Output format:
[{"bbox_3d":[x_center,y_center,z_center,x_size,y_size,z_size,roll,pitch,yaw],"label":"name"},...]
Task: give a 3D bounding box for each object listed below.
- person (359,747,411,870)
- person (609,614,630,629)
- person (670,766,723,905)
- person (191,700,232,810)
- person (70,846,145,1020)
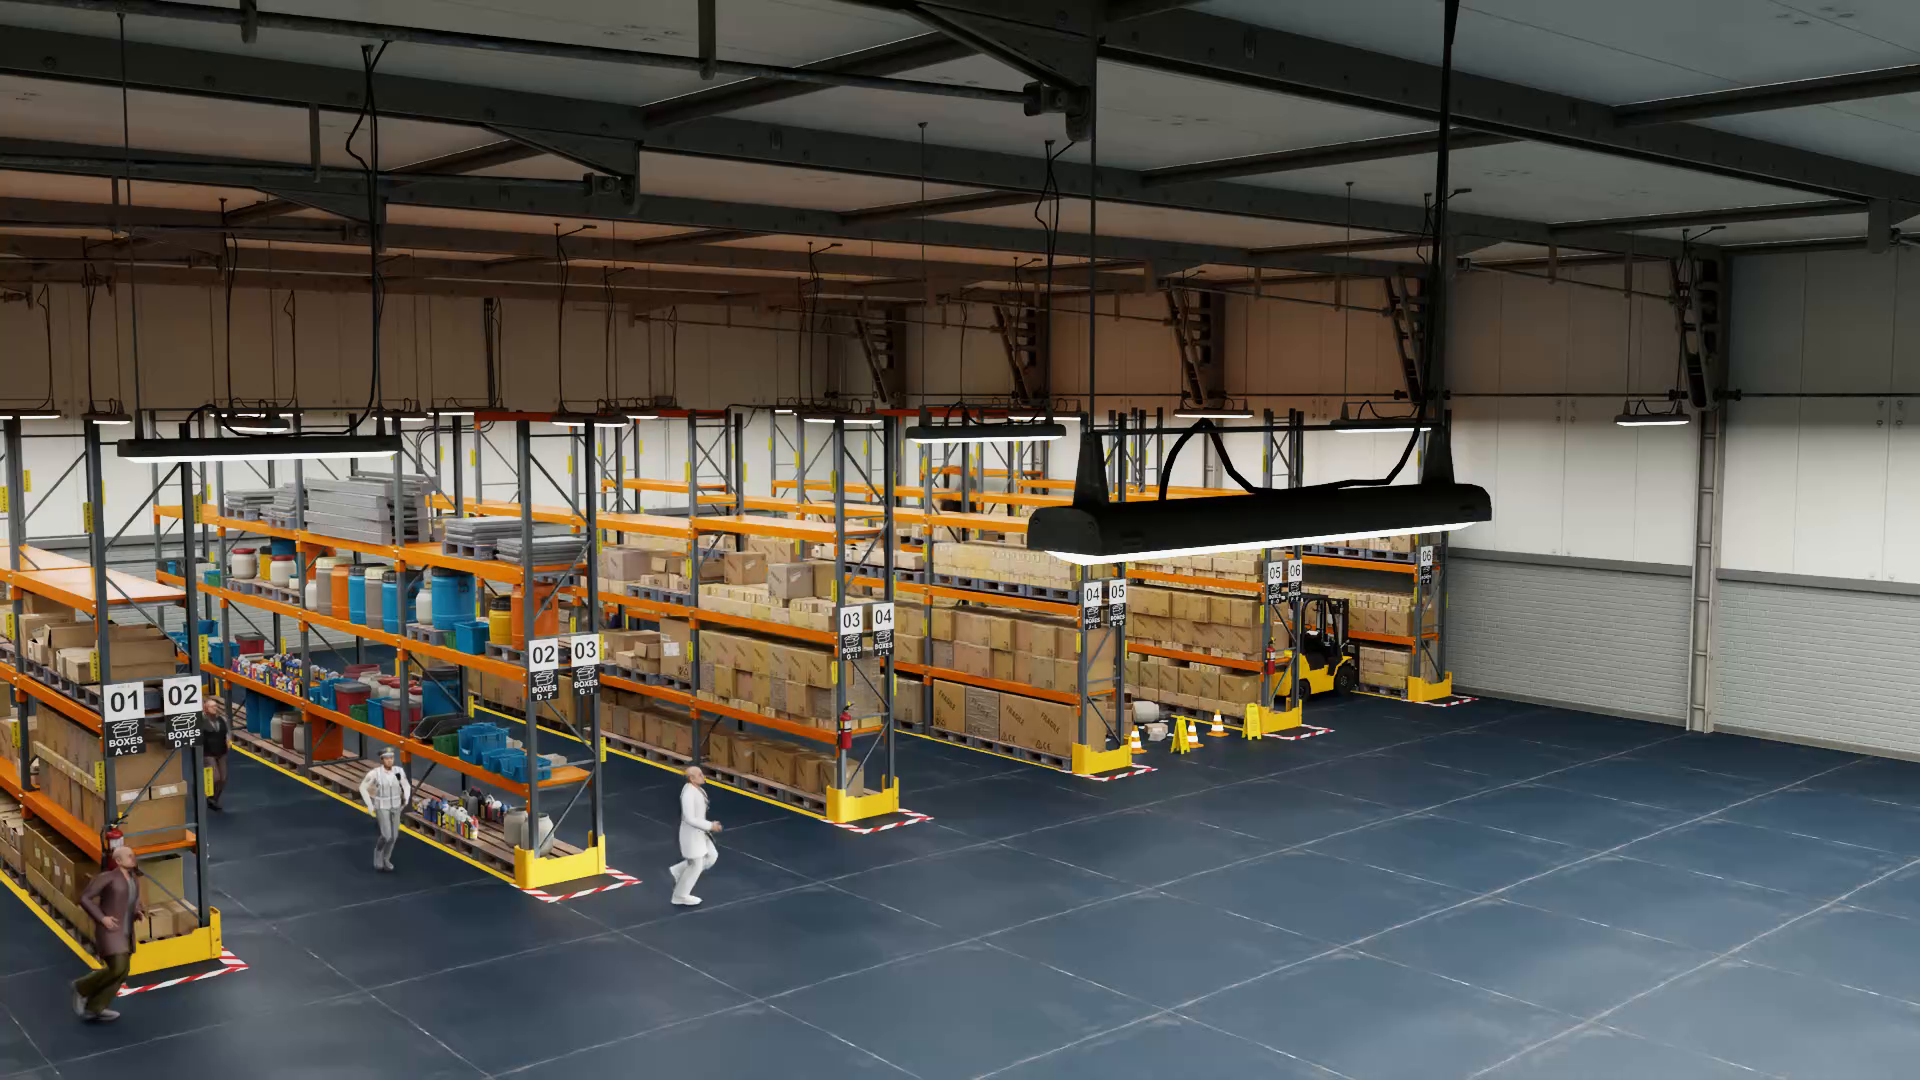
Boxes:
[{"bbox_3d":[-7.556,3.565,22.034,0.623,1.657,0.560,-4,7,-42],"label":"person"},{"bbox_3d":[-8.490,1.893,41.547,0.517,1.604,0.602,-4,7,-41],"label":"person"},{"bbox_3d":[-3.267,3.652,20.640,0.696,1.731,0.733,0,5,2],"label":"person"},{"bbox_3d":[-11.326,3.276,25.252,0.569,1.678,0.652,4,6,35],"label":"person"},{"bbox_3d":[-8.663,3.990,17.023,0.631,1.684,0.754,1,5,10],"label":"person"}]
